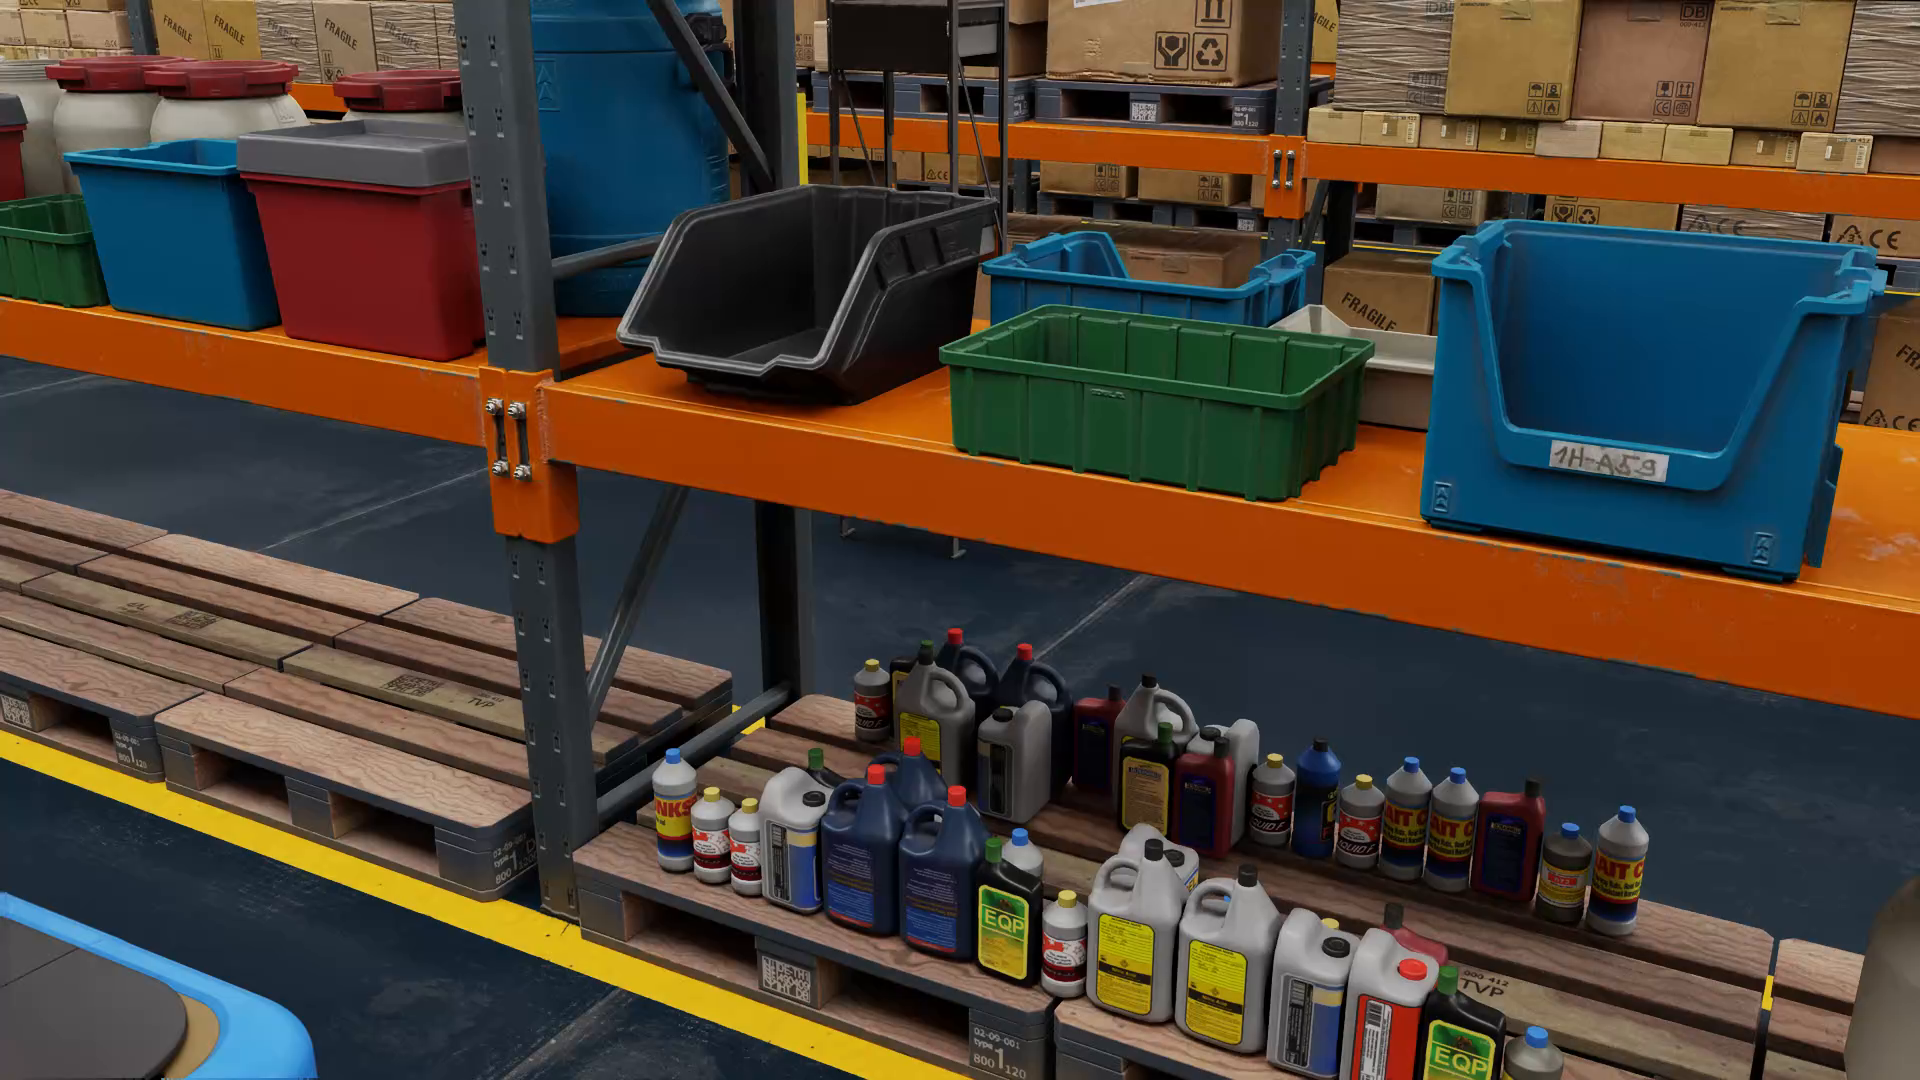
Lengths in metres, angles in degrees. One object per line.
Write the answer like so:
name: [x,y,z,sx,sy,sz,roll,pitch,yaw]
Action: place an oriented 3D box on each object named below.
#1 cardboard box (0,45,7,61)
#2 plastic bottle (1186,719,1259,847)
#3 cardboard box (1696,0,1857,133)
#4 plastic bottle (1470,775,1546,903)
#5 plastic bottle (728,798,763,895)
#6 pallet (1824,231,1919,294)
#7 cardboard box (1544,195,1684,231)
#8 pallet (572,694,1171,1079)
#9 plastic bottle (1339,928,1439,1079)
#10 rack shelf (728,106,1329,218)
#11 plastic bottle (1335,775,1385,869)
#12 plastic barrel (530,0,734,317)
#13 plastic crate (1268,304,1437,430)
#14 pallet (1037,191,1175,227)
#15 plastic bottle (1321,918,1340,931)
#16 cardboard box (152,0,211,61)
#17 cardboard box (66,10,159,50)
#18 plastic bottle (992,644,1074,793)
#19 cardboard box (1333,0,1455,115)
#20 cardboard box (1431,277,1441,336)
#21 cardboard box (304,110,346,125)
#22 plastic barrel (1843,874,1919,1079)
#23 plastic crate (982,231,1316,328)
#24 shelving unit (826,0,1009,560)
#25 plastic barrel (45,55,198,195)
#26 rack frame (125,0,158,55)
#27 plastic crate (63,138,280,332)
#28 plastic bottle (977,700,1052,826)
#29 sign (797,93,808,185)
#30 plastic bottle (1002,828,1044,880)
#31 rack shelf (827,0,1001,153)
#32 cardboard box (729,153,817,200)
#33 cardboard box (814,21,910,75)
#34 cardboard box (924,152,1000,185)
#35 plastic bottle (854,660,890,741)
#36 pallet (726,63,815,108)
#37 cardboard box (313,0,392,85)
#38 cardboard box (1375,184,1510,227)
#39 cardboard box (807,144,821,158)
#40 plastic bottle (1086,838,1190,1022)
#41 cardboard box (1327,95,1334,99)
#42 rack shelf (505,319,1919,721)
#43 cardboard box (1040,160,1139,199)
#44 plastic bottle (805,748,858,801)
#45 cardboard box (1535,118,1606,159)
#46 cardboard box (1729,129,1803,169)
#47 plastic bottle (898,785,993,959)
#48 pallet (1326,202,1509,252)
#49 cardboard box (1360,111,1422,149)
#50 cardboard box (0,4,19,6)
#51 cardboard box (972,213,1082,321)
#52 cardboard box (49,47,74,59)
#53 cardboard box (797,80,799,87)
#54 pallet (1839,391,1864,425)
cardboard box: [-6.811,-3.522,12.043,0.250,0.149,0.380,10,22,26]
plastic bottle: [0.598,0.541,3.825,0.135,0.276,0.152,11,23,28]
cardboard box: [3.405,-1.994,6.880,0.500,0.500,0.875,11,23,27]
plastic bottle: [1.178,0.630,3.568,0.133,0.283,0.061,11,23,28]
plastic bottle: [-0.452,0.658,3.611,0.097,0.201,0.097,0,20,0]
pallet: [5.923,-1.939,11.401,1.213,0.211,1.003,11,23,27]
cardboard box: [4.743,-2.675,11.842,0.875,0.875,0.875,11,23,28]
pallet: [-0.128,0.767,3.941,1.213,0.211,1.003,11,23,27]
plastic bottle: [0.774,0.846,2.984,0.135,0.276,0.152,11,23,28]
rack shelf: [-0.025,-2.137,8.912,4.000,0.370,1.077,11,23,27]
plastic bottle: [0.894,0.621,3.712,0.097,0.201,0.097,0,20,0]
plastic barrel: [-0.884,-1.058,4.148,0.708,0.901,0.600,11,23,27]
plastic crate: [0.847,-0.349,3.316,0.437,0.136,0.530,11,23,27]
pallet: [1.388,-2.803,13.783,1.213,0.211,1.003,11,23,27]
plastic bottle: [0.698,0.818,3.171,0.097,0.201,0.097,0,20,0]
cardboard box: [-4.983,-3.369,11.107,0.500,0.500,0.500,11,23,27]
cardboard box: [-5.776,-3.538,11.502,0.500,0.250,0.500,10,22,26]
plastic bottle: [0.176,0.424,4.038,0.185,0.351,0.144,10,22,25]
cardboard box: [2.084,-2.236,7.548,0.500,0.500,0.875,11,23,27]
cardboard box: [2.555,-0.993,7.755,0.500,0.500,0.500,-17,26,-39]
cardboard box: [-3.914,-2.423,11.145,0.875,0.875,1.225,10,22,25]
plastic barrel: [1.749,0.799,2.796,0.421,0.512,0.421,0,20,0]
plastic crate: [0.405,-0.495,3.549,0.616,0.251,0.499,11,23,27]
shelving unit: [-0.145,-1.015,6.083,0.503,2.100,0.431,11,23,27]
plastic barrel: [-2.441,-1.150,4.938,0.433,0.535,0.433,0,20,0]
rack frame: [-5.263,-3.473,11.540,0.127,3.000,1.000,11,23,27]
plastic crate: [-1.809,-0.751,4.061,0.575,0.384,0.392,11,23,27]
plastic bottle: [0.126,0.507,3.918,0.135,0.276,0.152,11,23,27]
sign: [-0.416,-0.960,4.207,0.005,0.325,0.100,11,23,27]
plastic bottle: [0.120,0.710,3.364,0.097,0.271,0.097,0,20,0]
rack shelf: [-0.144,-1.660,5.849,0.480,0.518,0.431,11,23,27]
cardboard box: [-1.171,-2.090,9.647,0.500,0.250,0.500,12,23,29]
cardboard box: [-0.420,-2.587,8.703,0.500,0.250,0.500,10,22,26]
cardboard box: [0.034,-3.321,14.173,0.500,0.500,0.500,11,23,27]
plastic bottle: [-0.225,0.408,4.300,0.097,0.201,0.097,0,20,0]
pallet: [-1.097,-2.631,9.500,1.003,0.211,1.213,11,23,27]
cardboard box: [-3.653,-3.118,10.415,0.500,0.500,0.500,11,23,28]
cardboard box: [3.643,-2.819,12.420,0.750,0.750,1.050,11,23,27]
cardboard box: [-1.313,-3.583,14.893,0.500,0.500,0.500,11,23,28]
plastic bottle: [0.344,0.730,3.193,0.185,0.351,0.144,11,22,27]
cardboard box: [4.199,-4.503,17.617,0.625,0.372,0.950,10,22,26]
rack shelf: [1.052,0.003,3.014,4.000,0.370,1.077,11,23,27]
cardboard box: [1.224,-3.279,13.690,0.750,0.750,1.050,10,22,27]
plastic bottle: [-0.283,0.599,3.652,0.133,0.283,0.061,11,23,27]
cardboard box: [2.627,-1.728,7.098,0.250,0.149,0.380,11,23,27]
cardboard box: [3.319,-1.626,6.816,0.250,0.149,0.380,11,23,27]
plastic bottle: [-0.027,0.660,3.388,0.185,0.351,0.144,10,22,25]
pallet: [3.518,-2.397,12.665,1.213,0.211,1.003,11,23,27]
cardboard box: [1.974,-1.854,7.445,0.250,0.149,0.380,11,23,27]
cardboard box: [-7.115,-3.793,12.206,0.500,0.250,0.500,10,22,26]
cardboard box: [0.300,-1.461,9.013,0.500,0.500,0.700,9,22,23]
cardboard box: [-6.138,-3.394,11.690,0.250,0.149,0.380,10,22,26]
cardboard box: [-1.330,-3.932,14.756,0.500,0.250,0.500,12,23,29]
pallet: [3.394,-0.528,7.511,1.213,0.211,1.003,11,23,27]
